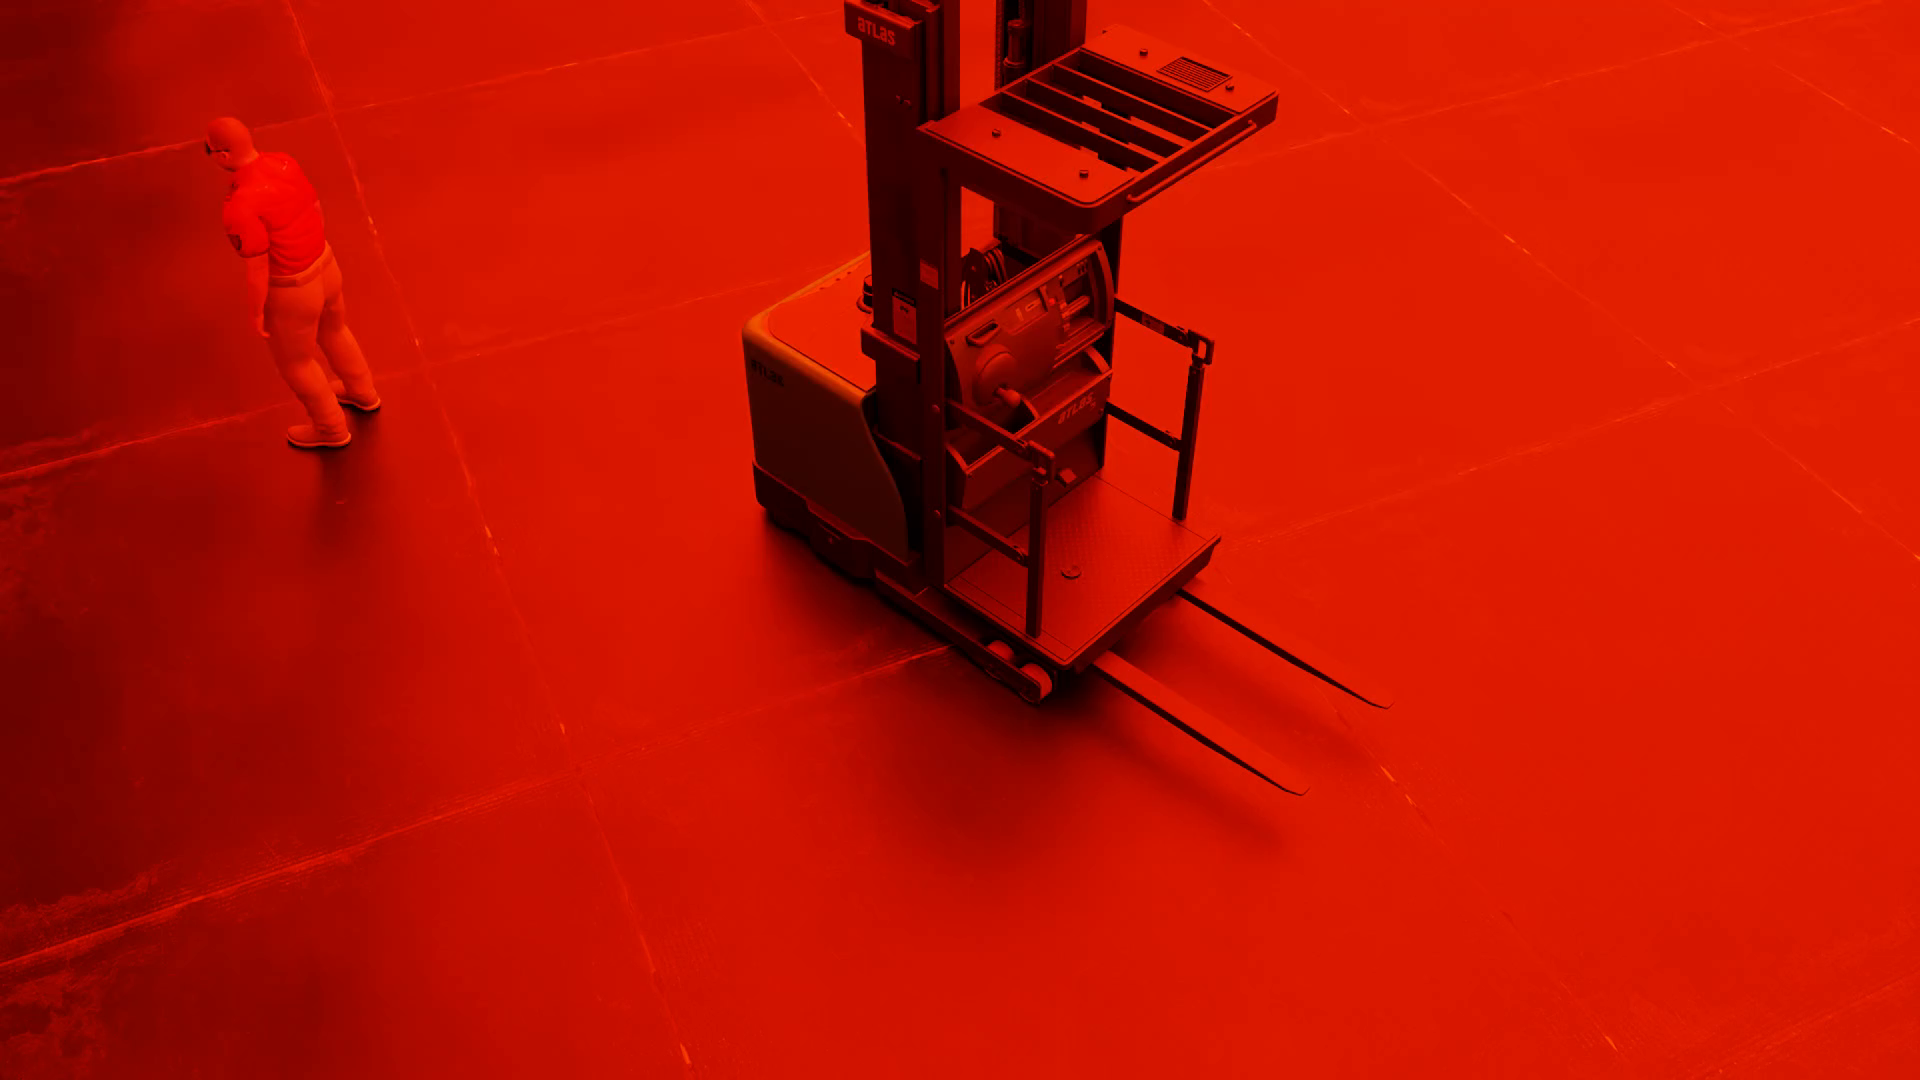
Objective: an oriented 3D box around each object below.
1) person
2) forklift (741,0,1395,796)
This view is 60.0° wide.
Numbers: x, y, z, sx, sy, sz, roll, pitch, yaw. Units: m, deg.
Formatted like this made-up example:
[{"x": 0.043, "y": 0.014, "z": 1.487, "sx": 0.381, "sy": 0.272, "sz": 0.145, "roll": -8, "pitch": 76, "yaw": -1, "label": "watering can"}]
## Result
[{"x": -3.158, "y": -1.212, "z": 7.860, "sx": 0.388, "sy": 1.727, "sz": 0.599, "roll": 10, "pitch": 44, "yaw": 11, "label": "person"}, {"x": 0.445, "y": -0.788, "z": 6.525, "sx": 3.031, "sy": 2.935, "sz": 1.130, "roll": 32, "pitch": 52, "yaw": 30, "label": "forklift"}]
